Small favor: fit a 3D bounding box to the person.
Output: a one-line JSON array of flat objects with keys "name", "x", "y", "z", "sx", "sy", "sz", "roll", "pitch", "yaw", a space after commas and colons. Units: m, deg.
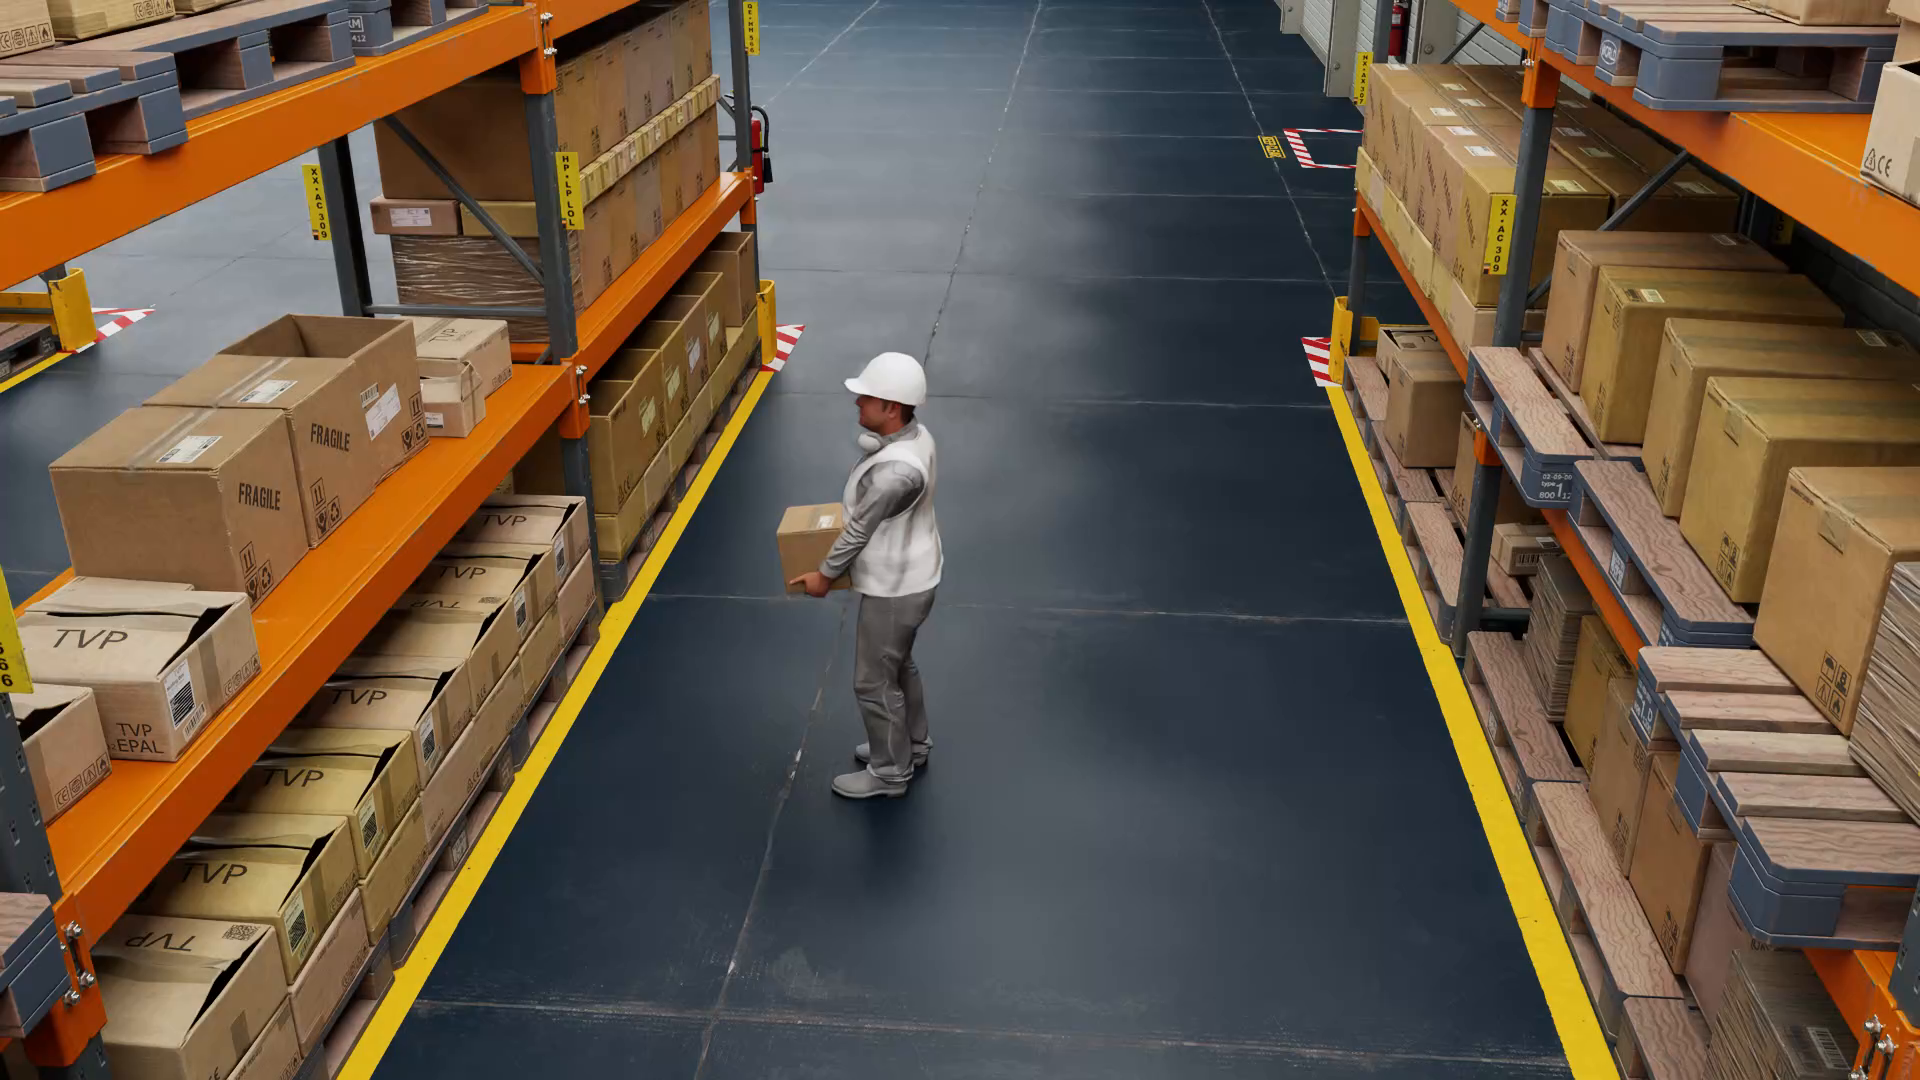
[{"name": "person", "x": -0.345, "y": 0.145, "z": 6.258, "sx": 0.558, "sy": 1.772, "sz": 0.495, "roll": 2, "pitch": 24, "yaw": 4}]
